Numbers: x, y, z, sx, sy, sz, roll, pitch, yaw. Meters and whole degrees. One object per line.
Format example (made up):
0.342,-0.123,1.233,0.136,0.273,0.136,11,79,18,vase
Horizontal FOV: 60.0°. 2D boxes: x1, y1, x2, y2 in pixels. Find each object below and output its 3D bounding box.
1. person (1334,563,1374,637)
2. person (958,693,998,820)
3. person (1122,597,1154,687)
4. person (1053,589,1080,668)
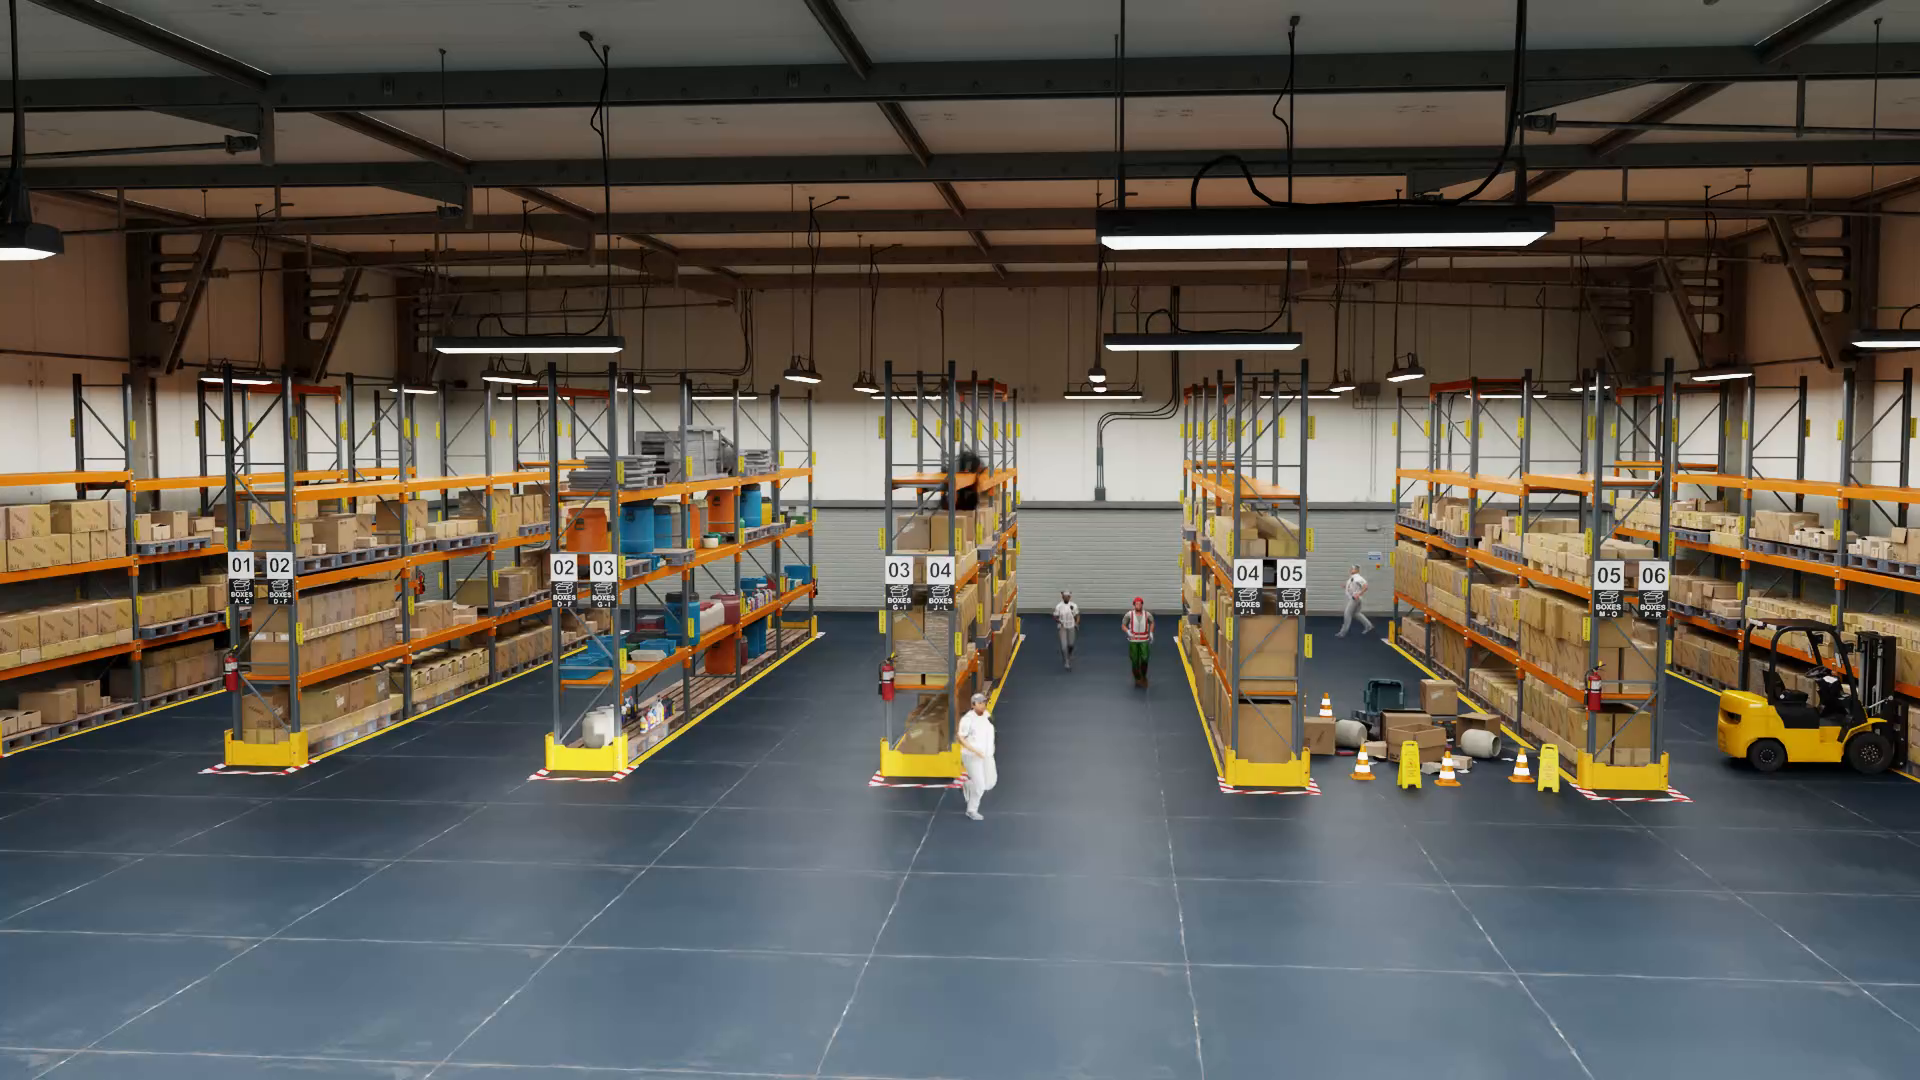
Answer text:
9.559,1.445,40.289,0.968,1.785,0.657,0,4,5,person
0.219,2.795,21.530,0.623,1.628,0.600,-3,5,-41,person
3.469,1.987,32.401,0.637,1.759,0.639,0,4,4,person
2.264,1.869,35.204,0.574,1.661,0.560,0,4,1,person
